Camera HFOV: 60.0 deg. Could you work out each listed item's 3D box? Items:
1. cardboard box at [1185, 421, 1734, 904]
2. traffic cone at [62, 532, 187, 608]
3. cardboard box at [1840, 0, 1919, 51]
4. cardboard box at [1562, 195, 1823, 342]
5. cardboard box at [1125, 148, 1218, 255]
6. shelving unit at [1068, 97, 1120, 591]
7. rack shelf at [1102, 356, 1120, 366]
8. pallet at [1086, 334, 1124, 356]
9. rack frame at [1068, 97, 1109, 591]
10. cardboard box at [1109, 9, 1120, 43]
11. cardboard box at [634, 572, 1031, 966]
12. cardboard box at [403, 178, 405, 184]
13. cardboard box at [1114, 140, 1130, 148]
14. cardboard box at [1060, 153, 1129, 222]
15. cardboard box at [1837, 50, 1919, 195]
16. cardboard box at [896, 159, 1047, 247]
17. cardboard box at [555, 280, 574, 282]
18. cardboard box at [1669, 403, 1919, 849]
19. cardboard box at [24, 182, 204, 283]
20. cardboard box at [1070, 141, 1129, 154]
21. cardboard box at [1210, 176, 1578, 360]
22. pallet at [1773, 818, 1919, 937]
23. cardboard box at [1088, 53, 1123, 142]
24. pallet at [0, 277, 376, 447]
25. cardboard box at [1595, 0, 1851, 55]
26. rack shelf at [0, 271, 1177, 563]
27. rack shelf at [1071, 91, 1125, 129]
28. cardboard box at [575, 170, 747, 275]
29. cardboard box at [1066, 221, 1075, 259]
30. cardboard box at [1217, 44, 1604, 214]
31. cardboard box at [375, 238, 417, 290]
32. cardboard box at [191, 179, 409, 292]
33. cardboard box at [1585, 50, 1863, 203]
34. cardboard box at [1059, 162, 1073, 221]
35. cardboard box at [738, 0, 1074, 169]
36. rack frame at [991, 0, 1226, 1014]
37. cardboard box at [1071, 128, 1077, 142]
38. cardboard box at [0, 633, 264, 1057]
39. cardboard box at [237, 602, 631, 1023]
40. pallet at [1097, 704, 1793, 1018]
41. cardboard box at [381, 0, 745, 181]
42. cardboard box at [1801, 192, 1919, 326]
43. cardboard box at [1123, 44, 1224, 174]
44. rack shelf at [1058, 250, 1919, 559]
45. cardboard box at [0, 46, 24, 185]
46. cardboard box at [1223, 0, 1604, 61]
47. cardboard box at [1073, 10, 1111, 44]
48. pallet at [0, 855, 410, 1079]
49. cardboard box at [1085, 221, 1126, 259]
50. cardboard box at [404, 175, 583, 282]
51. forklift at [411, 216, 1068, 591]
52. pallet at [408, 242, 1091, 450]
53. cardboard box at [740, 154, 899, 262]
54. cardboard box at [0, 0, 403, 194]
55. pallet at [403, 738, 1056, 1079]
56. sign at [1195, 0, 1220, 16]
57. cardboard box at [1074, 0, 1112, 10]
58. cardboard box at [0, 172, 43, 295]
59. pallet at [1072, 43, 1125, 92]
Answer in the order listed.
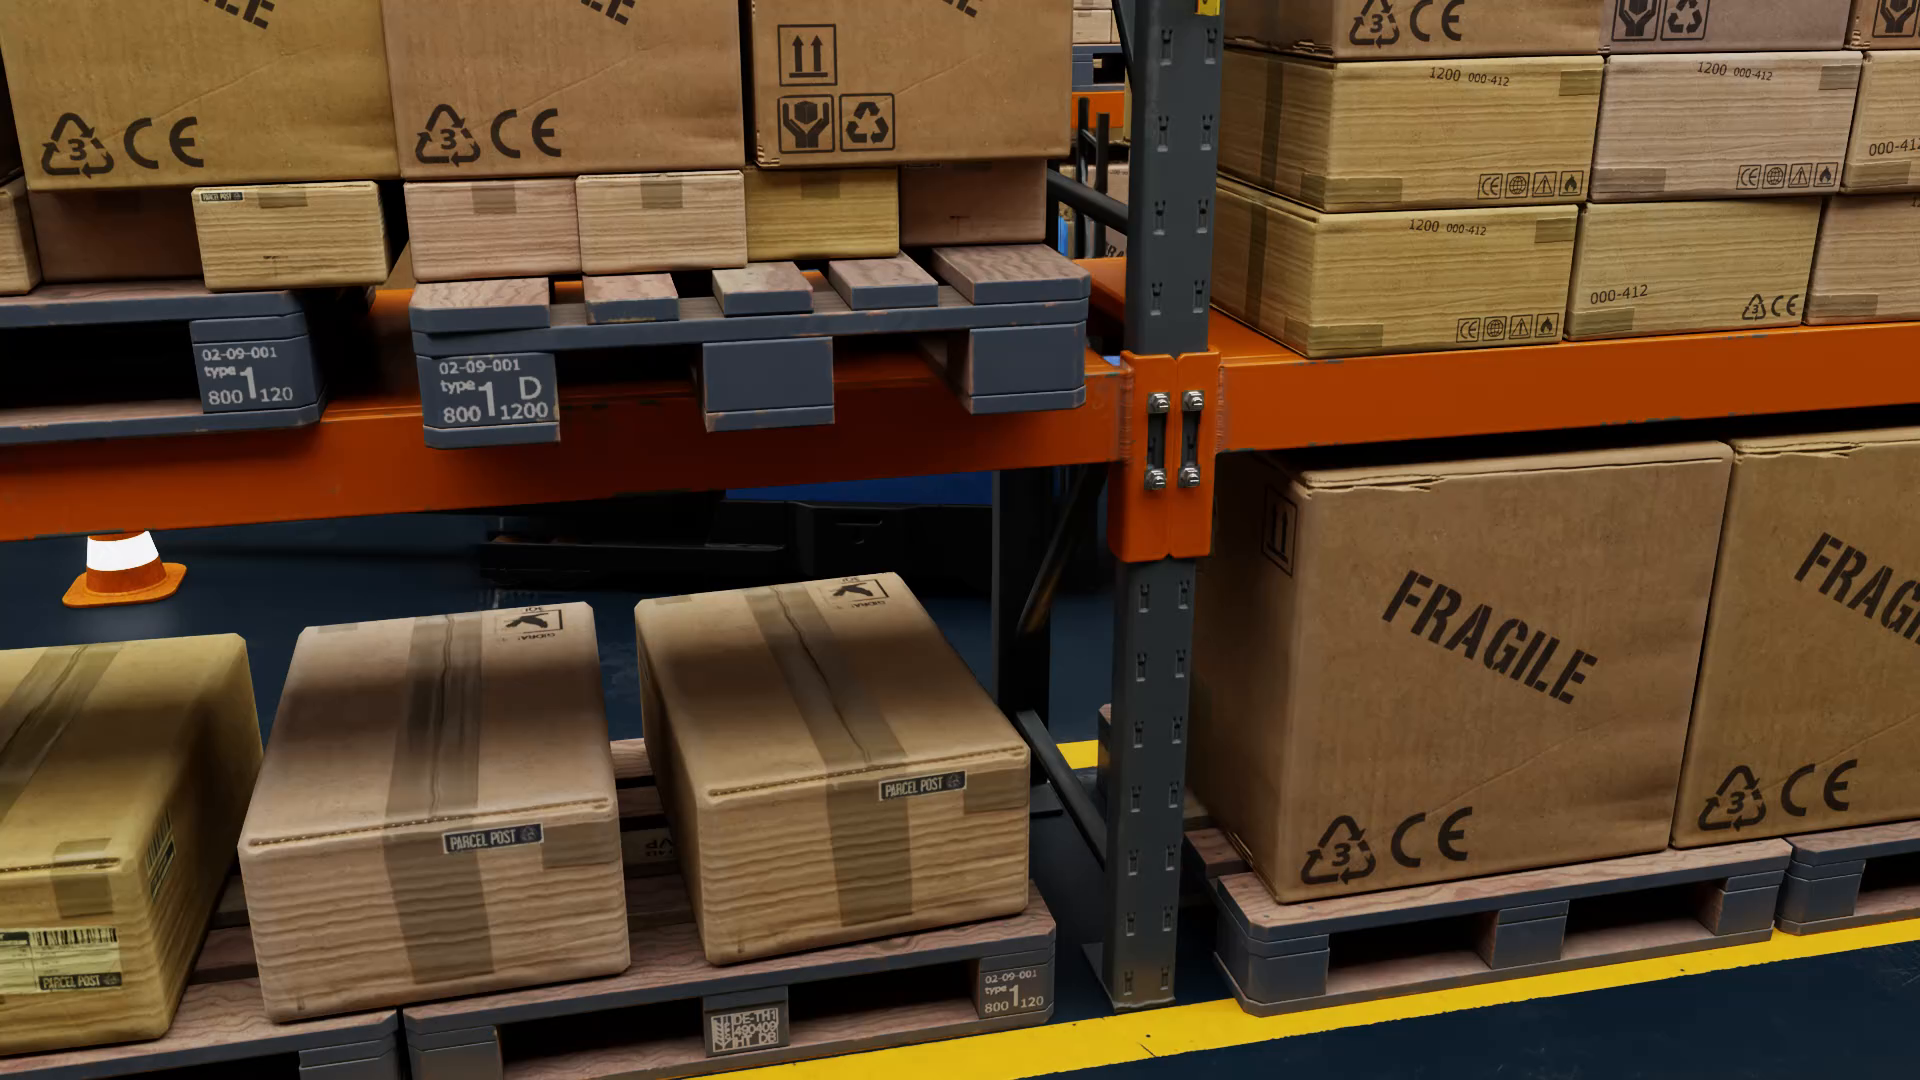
[{"bbox_3d":[0.941,0.125,3.590,0.875,0.875,0.875,-5,21,-13],"label":"cardboard box"},{"bbox_3d":[-2.706,-0.065,5.319,0.334,0.463,0.336,-5,21,-12],"label":"traffic cone"},{"bbox_3d":[1.774,-1.200,3.131,0.500,0.500,0.500,-4,21,-11],"label":"cardboard box"},{"bbox_3d":[1.280,-0.579,3.252,0.500,0.250,0.500,-5,21,-14],"label":"cardboard box"},{"bbox_3d":[0.683,-0.705,3.596,0.500,0.250,0.500,-5,21,-14],"label":"cardboard box"},{"bbox_3d":[0.914,-0.637,5.373,1.048,1.500,0.538,-1,20,-3],"label":"shelving unit"},{"bbox_3d":[0.914,-0.468,5.435,1.000,0.185,0.538,-1,20,-3],"label":"rack shelf"},{"bbox_3d":[0.959,-1.145,8.632,1.213,0.211,1.003,-5,21,-12],"label":"pallet"},{"bbox_3d":[0.407,-0.627,5.345,0.032,1.500,0.500,-1,20,-3],"label":"rack frame"},{"bbox_3d":[0.784,-2.450,7.896,0.250,0.149,0.380,-4,21,-12],"label":"cardboard box"},{"bbox_3d":[-0.302,0.430,3.490,0.625,0.372,0.950,-6,21,-16],"label":"cardboard box"},{"bbox_3d":[-0.941,-0.732,3.206,0.250,0.149,0.380,-5,21,-12],"label":"cardboard box"},{"bbox_3d":[1.111,-1.937,8.676,0.500,0.250,0.500,-4,20,-10],"label":"cardboard box"},{"bbox_3d":[0.718,-1.721,8.086,0.500,0.250,0.500,-4,21,-12],"label":"cardboard box"},{"bbox_3d":[1.791,-0.846,3.254,0.500,0.250,0.500,-5,21,-13],"label":"cardboard box"},{"bbox_3d":[-0.015,-0.623,2.908,0.250,0.149,0.380,-4,20,-10],"label":"cardboard box"},{"bbox_3d":[-1.601,-1.420,7.990,0.750,0.750,1.050,-5,21,-13],"label":"cardboard box"},{"bbox_3d":[1.810,0.056,3.779,0.875,0.875,0.875,-4,21,-12],"label":"cardboard box"},{"bbox_3d":[-1.279,-0.521,2.630,0.250,0.149,0.380,-4,21,-12],"label":"cardboard box"},{"bbox_3d":[0.605,-1.893,8.555,0.500,0.250,0.500,-4,21,-11],"label":"cardboard box"},{"bbox_3d":[0.784,-0.532,3.125,0.500,0.250,0.500,-5,21,-13],"label":"cardboard box"},{"bbox_3d":[2.220,0.529,4.065,1.213,0.211,1.003,-5,21,-12],"label":"pallet"},{"bbox_3d":[1.244,-3.424,13.280,0.875,0.875,1.225,-5,21,-12],"label":"cardboard box"},{"bbox_3d":[-1.667,-0.388,2.791,1.213,0.211,1.003,-5,21,-12],"label":"pallet"},{"bbox_3d":[1.267,-1.164,3.033,0.500,0.500,0.500,-5,21,-12],"label":"cardboard box"},{"bbox_3d":[-1.696,-0.152,2.915,4.000,0.370,1.077,-5,21,-12],"label":"rack shelf"},{"bbox_3d":[0.959,-2.118,8.281,4.000,0.370,1.077,-5,21,-12],"label":"rack shelf"},{"bbox_3d":[-0.494,-0.542,2.689,0.250,0.149,0.380,-5,21,-13],"label":"cardboard box"},{"bbox_3d":[0.248,-1.332,8.114,0.500,0.500,0.500,-4,21,-12],"label":"cardboard box"},{"bbox_3d":[0.800,-0.770,3.047,0.500,0.250,0.500,-5,21,-13],"label":"cardboard box"},{"bbox_3d":[-2.451,-1.350,7.798,0.750,0.750,1.050,-4,21,-12],"label":"cardboard box"},{"bbox_3d":[-1.005,-0.499,2.570,0.250,0.149,0.380,-4,21,-12],"label":"cardboard box"},{"bbox_3d":[1.303,-0.811,3.158,0.500,0.250,0.500,-4,21,-11],"label":"cardboard box"},{"bbox_3d":[0.233,-1.686,7.991,0.500,0.250,0.500,-5,21,-13],"label":"cardboard box"},{"bbox_3d":[-0.128,-0.903,2.730,0.500,0.500,0.500,-5,21,-14],"label":"cardboard box"},{"bbox_3d":[0.250,-0.648,3.223,0.127,3.000,1.000,-5,21,-12],"label":"rack frame"},{"bbox_3d":[0.375,-3.353,13.086,0.875,0.875,1.225,-5,21,-14],"label":"cardboard box"},{"bbox_3d":[-1.758,0.549,3.165,0.625,0.372,0.950,-4,20,-11],"label":"cardboard box"},{"bbox_3d":[-1.018,0.491,3.323,0.625,0.372,0.950,-5,21,-14],"label":"cardboard box"},{"bbox_3d":[1.035,0.624,3.804,1.213,0.211,1.003,-5,21,-12],"label":"pallet"},{"bbox_3d":[-0.629,-0.858,2.609,0.500,0.500,0.500,-5,21,-13],"label":"cardboard box"},{"bbox_3d":[1.792,-0.618,3.360,0.500,0.250,0.500,-4,20,-11],"label":"cardboard box"},{"bbox_3d":[0.663,-0.936,3.500,0.500,0.250,0.500,-5,21,-13],"label":"cardboard box"},{"bbox_3d":[2.196,-0.469,3.779,4.000,0.370,1.077,-5,21,-12],"label":"rack shelf"},{"bbox_3d":[-1.651,-0.775,2.381,0.500,0.500,0.500,-6,21,-15],"label":"cardboard box"},{"bbox_3d":[0.786,-1.122,2.917,0.500,0.500,0.500,-5,21,-14],"label":"cardboard box"},{"bbox_3d":[0.539,-2.431,7.844,0.250,0.149,0.380,-4,20,-11],"label":"cardboard box"},{"bbox_3d":[-1.696,0.818,3.275,1.213,0.211,1.003,-5,21,-12],"label":"pallet"},{"bbox_3d":[0.747,-1.374,8.229,0.500,0.500,0.500,-5,21,-14],"label":"cardboard box"},{"bbox_3d":[-0.741,-0.525,2.642,0.250,0.149,0.380,-6,21,-15],"label":"cardboard box"},{"bbox_3d":[-1.154,-1.400,5.375,3.031,2.935,1.130,2,20,4],"label":"forklift"},{"bbox_3d":[-0.419,-0.466,3.005,1.003,0.211,1.213,-5,21,-12],"label":"pallet"},{"bbox_3d":[-0.259,-0.577,2.784,0.250,0.149,0.380,-4,21,-12],"label":"cardboard box"},{"bbox_3d":[-1.120,-0.818,2.499,0.500,0.500,0.500,-6,21,-16],"label":"cardboard box"},{"bbox_3d":[-0.511,0.722,3.535,1.213,0.211,1.003,-5,21,-12],"label":"pallet"},{"bbox_3d":[0.384,-0.974,2.544,0.005,0.325,0.100,-5,21,-12],"label":"sign"},{"bbox_3d":[0.540,-2.571,7.794,0.250,0.149,0.380,-5,21,-12],"label":"cardboard box"},{"bbox_3d":[-1.504,-0.474,2.501,0.250,0.149,0.380,-5,21,-14],"label":"cardboard box"},{"bbox_3d":[0.930,-2.377,8.223,1.213,0.211,1.003,-5,21,-12],"label":"pallet"}]
